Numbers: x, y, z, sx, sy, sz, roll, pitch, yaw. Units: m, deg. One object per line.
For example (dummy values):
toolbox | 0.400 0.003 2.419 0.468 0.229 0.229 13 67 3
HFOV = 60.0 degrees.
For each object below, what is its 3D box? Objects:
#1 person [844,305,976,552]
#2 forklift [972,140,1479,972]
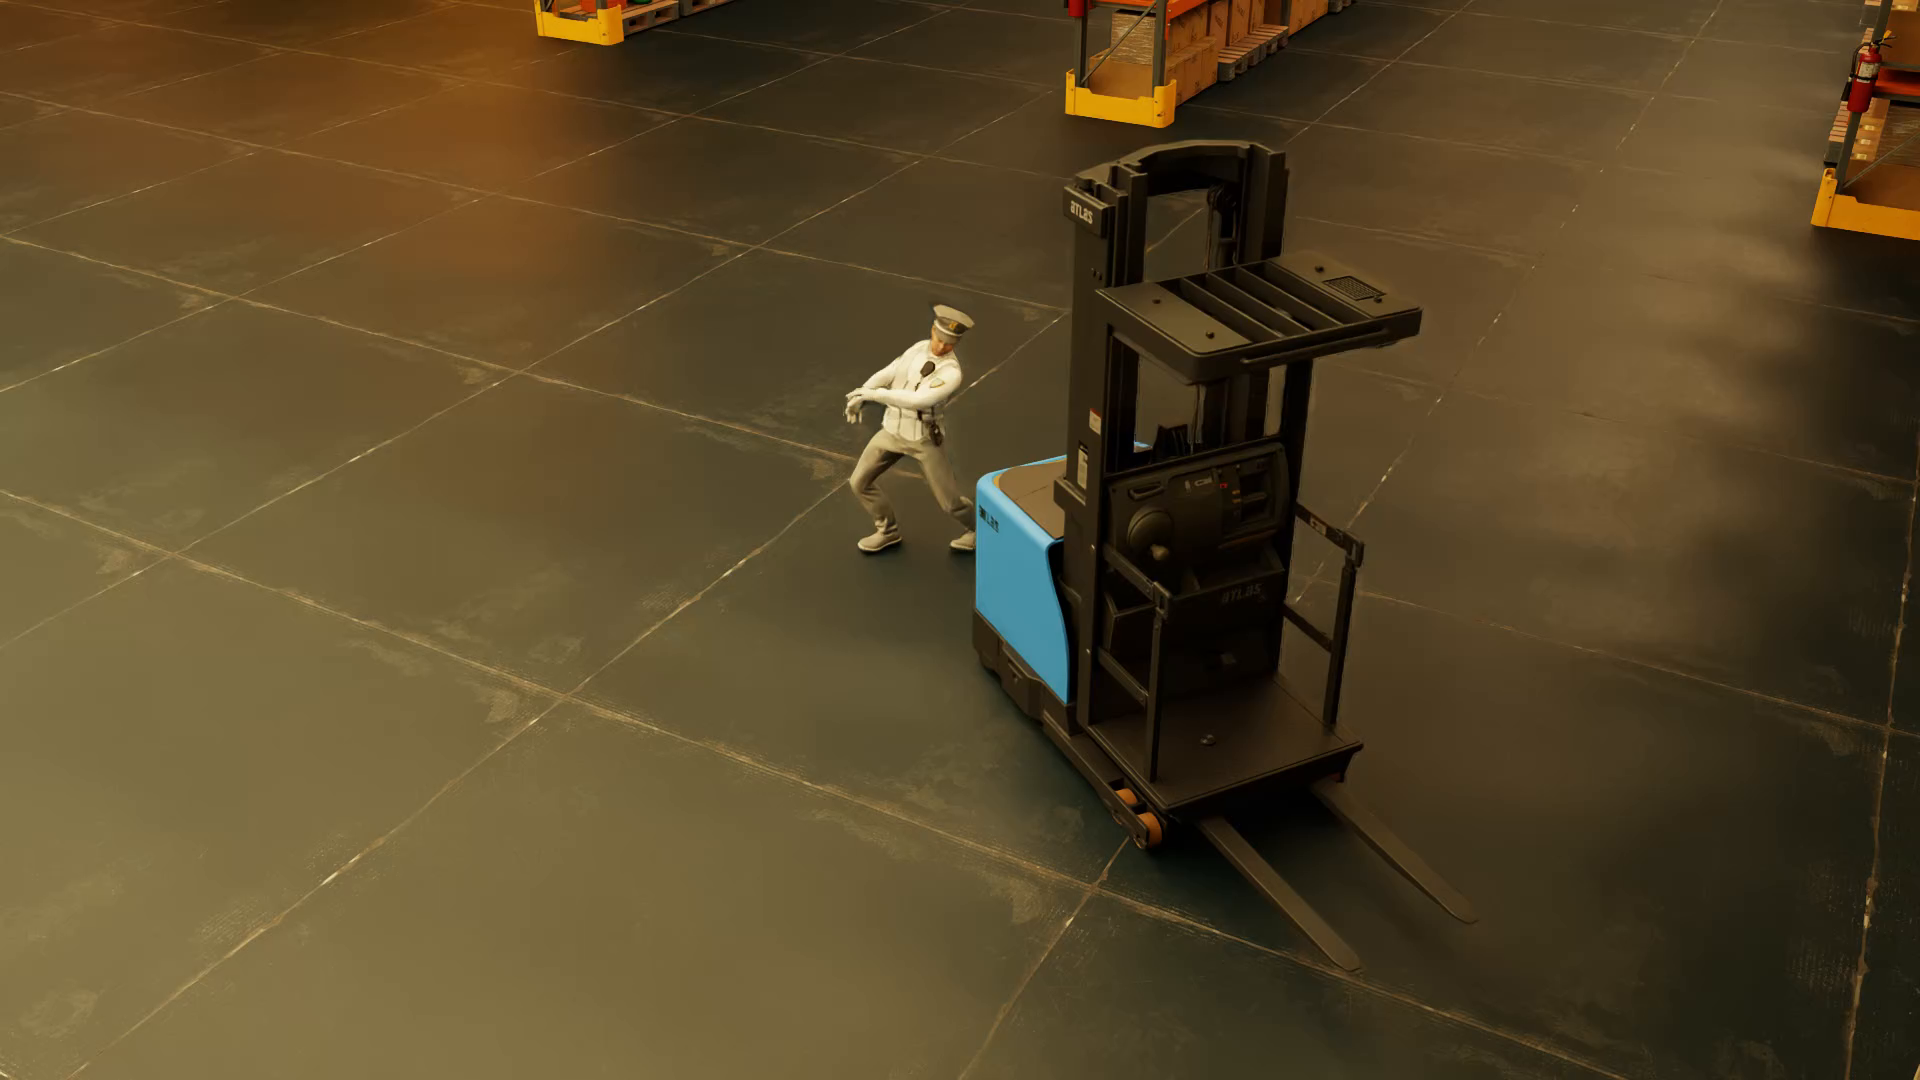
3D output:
person | -0.350 -0.608 9.505 0.774 1.526 0.816 21 36 32
forklift | 1.172 -0.117 7.273 1.130 2.935 3.031 -14 33 -23
